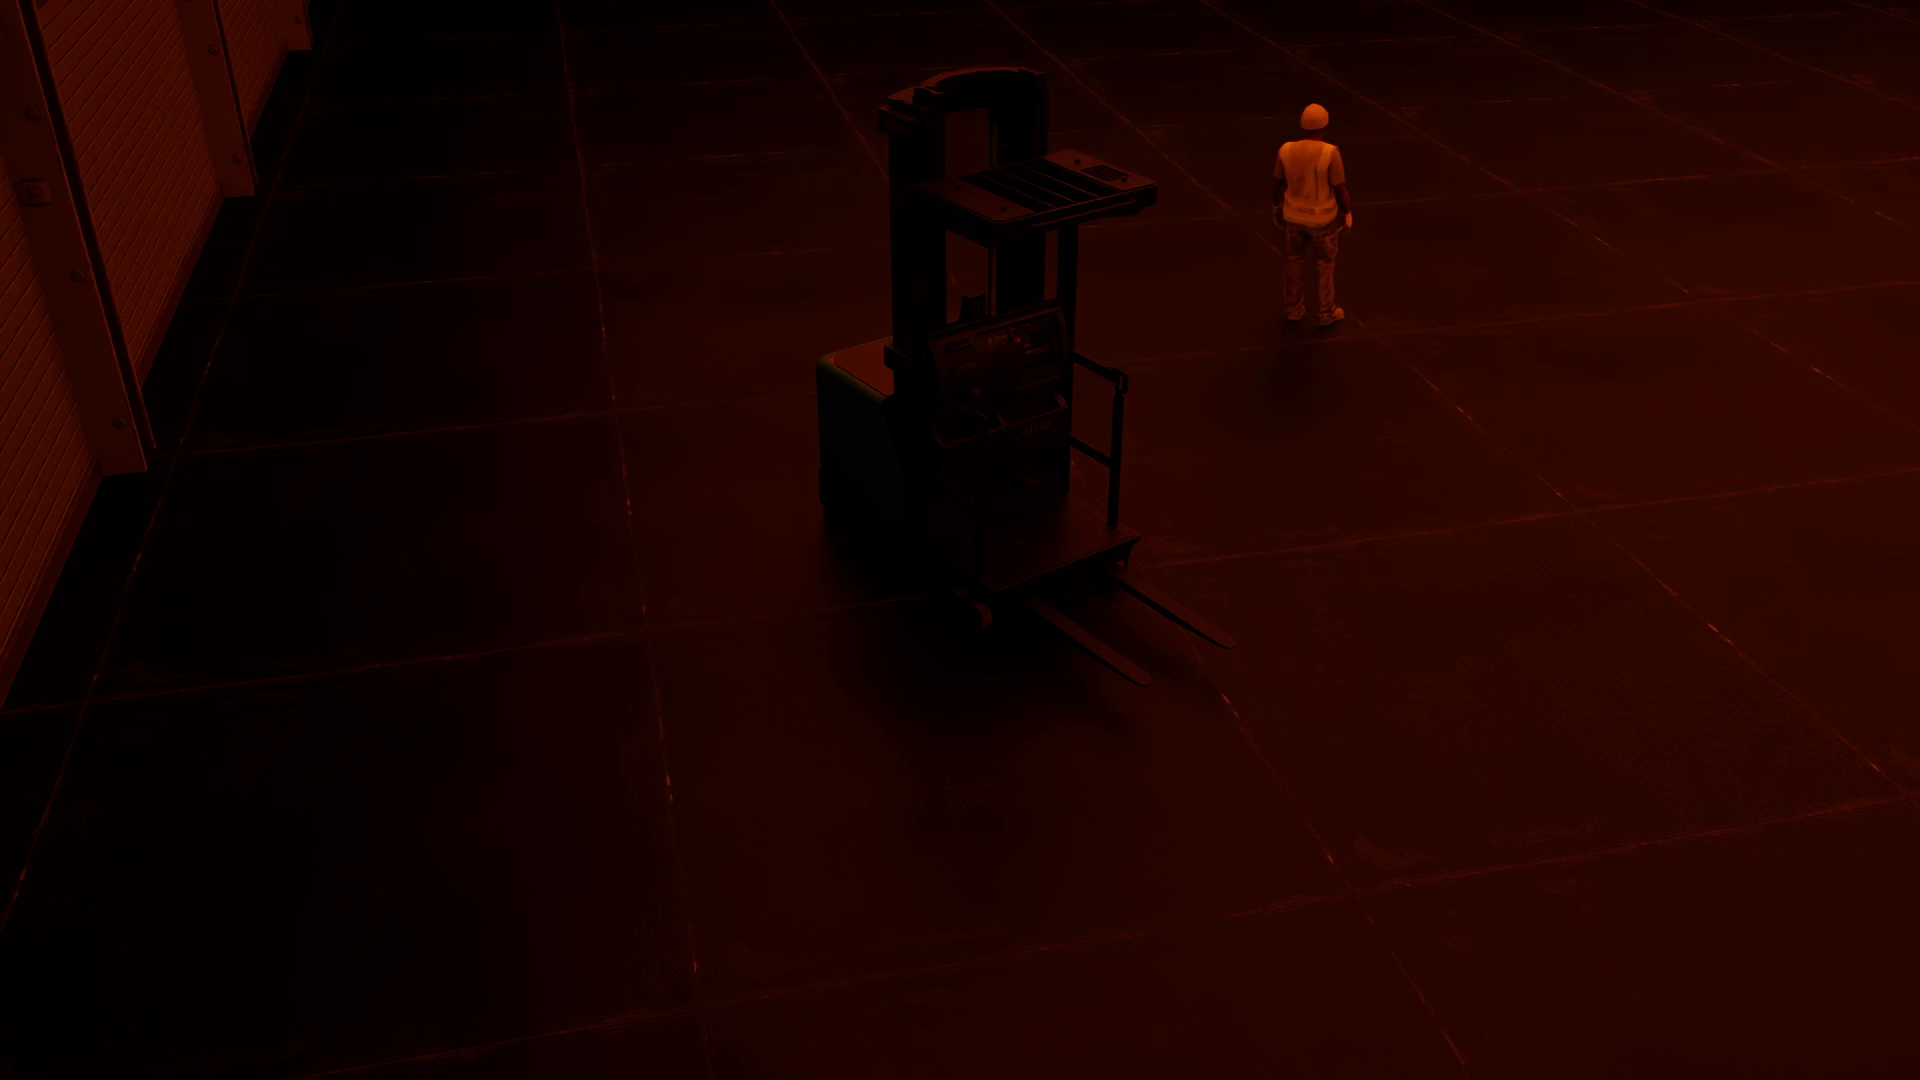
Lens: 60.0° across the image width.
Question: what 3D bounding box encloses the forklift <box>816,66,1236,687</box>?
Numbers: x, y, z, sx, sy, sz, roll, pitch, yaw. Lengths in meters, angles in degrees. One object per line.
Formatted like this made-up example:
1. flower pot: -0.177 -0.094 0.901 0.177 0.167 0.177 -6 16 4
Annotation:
1. forklift: 0.355 -1.021 9.338 1.130 2.935 3.031 -20 35 -30

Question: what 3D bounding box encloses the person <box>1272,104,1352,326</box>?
1. person: 2.803 -2.582 13.178 0.652 1.791 0.535 19 35 29
